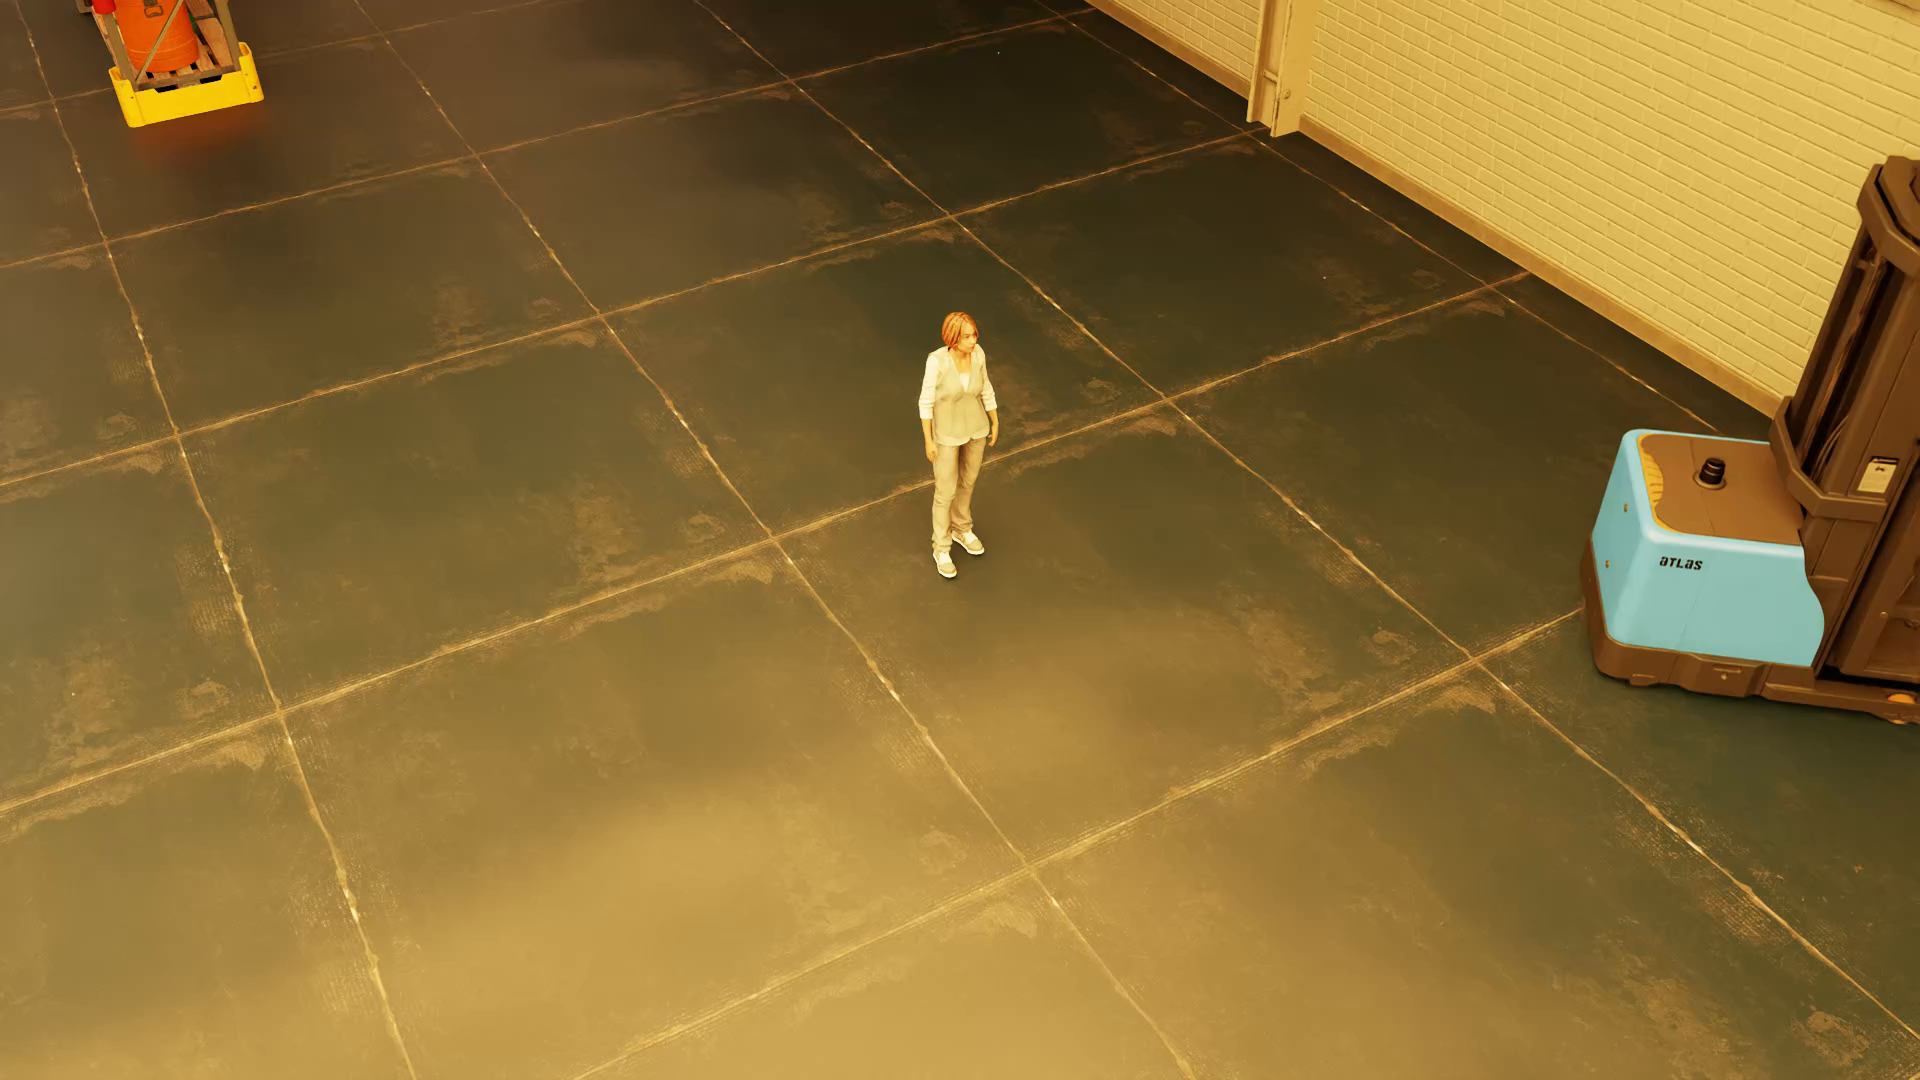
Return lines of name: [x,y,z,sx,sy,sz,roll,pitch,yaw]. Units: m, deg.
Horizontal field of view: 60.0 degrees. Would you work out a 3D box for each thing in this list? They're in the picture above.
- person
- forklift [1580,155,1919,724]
person: [0.026,-0.574,9.763,0.521,1.599,0.473,-20,44,-23]
forklift: [5.149,-0.469,8.601,3.031,2.935,1.130,7,40,8]
